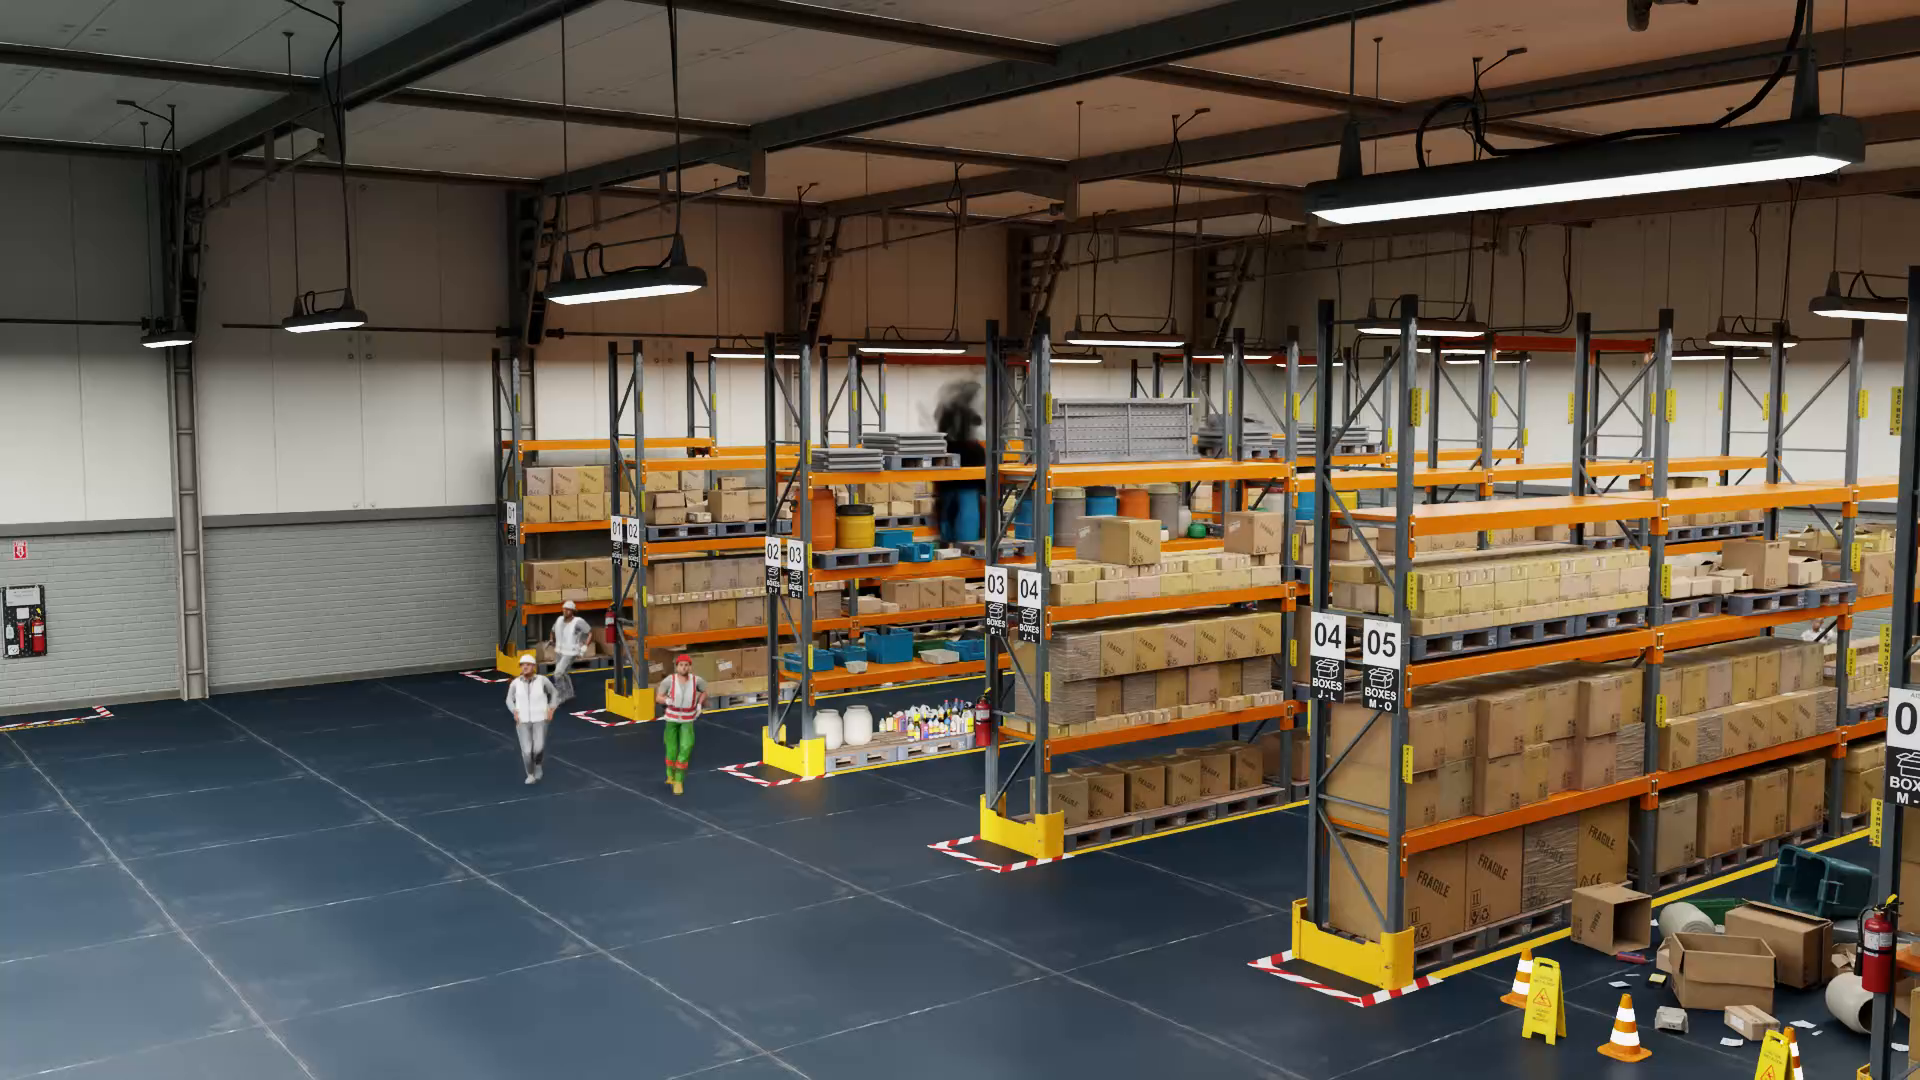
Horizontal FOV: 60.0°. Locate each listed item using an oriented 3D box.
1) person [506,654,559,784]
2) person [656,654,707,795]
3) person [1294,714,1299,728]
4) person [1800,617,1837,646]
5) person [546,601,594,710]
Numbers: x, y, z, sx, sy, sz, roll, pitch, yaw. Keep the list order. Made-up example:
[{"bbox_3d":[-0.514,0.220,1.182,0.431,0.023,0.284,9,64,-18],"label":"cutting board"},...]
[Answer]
[{"bbox_3d":[-5.654,2.375,21.940,0.672,1.731,0.542,-1,5,-7],"label":"person"},{"bbox_3d":[-3.615,2.390,21.620,0.654,1.836,0.749,-1,5,-7],"label":"person"},{"bbox_3d":[4.893,2.158,24.843,0.568,1.667,0.901,4,7,41],"label":"person"},{"bbox_3d":[13.734,2.018,26.575,0.618,1.754,0.699,5,7,45],"label":"person"},{"bbox_3d":[-6.466,1.893,27.401,0.724,1.810,0.702,3,6,32],"label":"person"}]
